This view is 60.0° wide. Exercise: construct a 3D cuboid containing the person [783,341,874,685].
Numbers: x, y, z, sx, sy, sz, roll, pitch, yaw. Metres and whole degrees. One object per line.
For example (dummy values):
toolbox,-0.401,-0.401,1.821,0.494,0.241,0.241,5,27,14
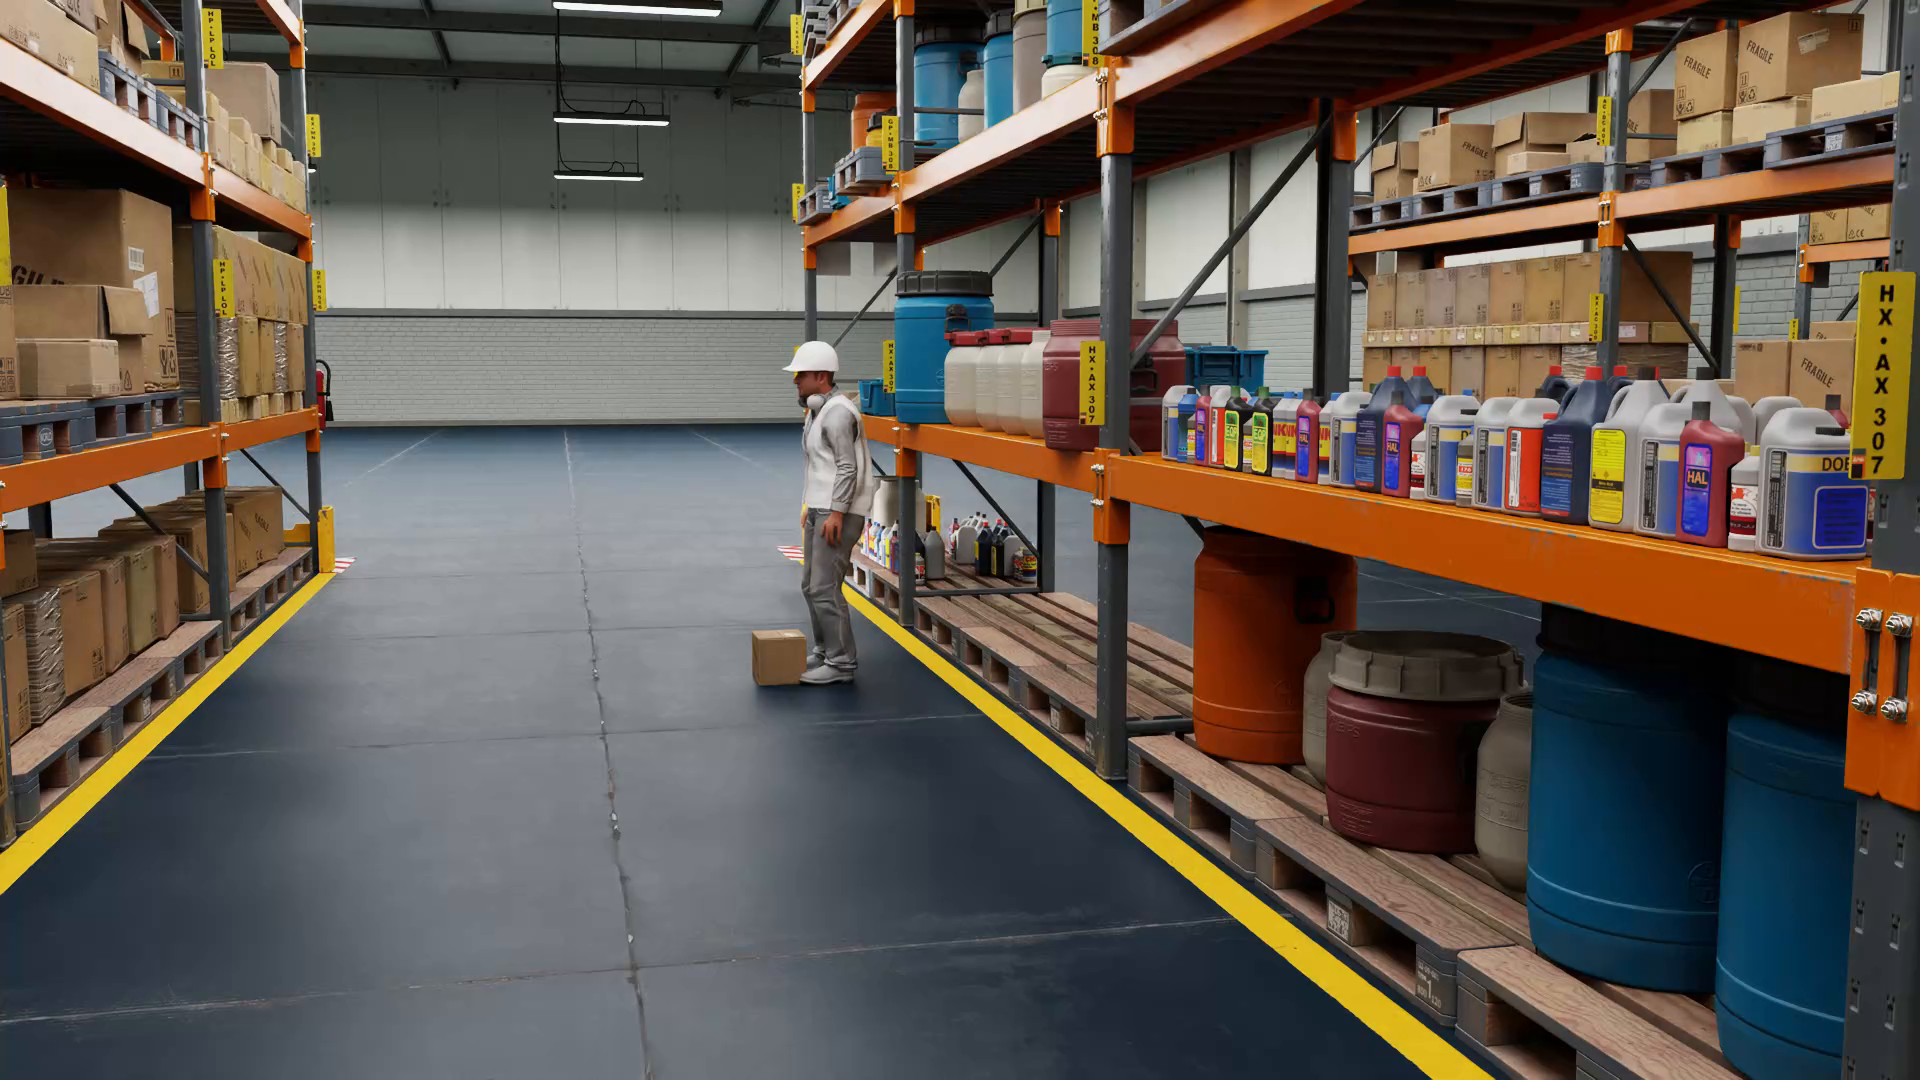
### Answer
person,-0.695,-0.148,8.706,0.464,1.771,0.593,-2,6,-17
